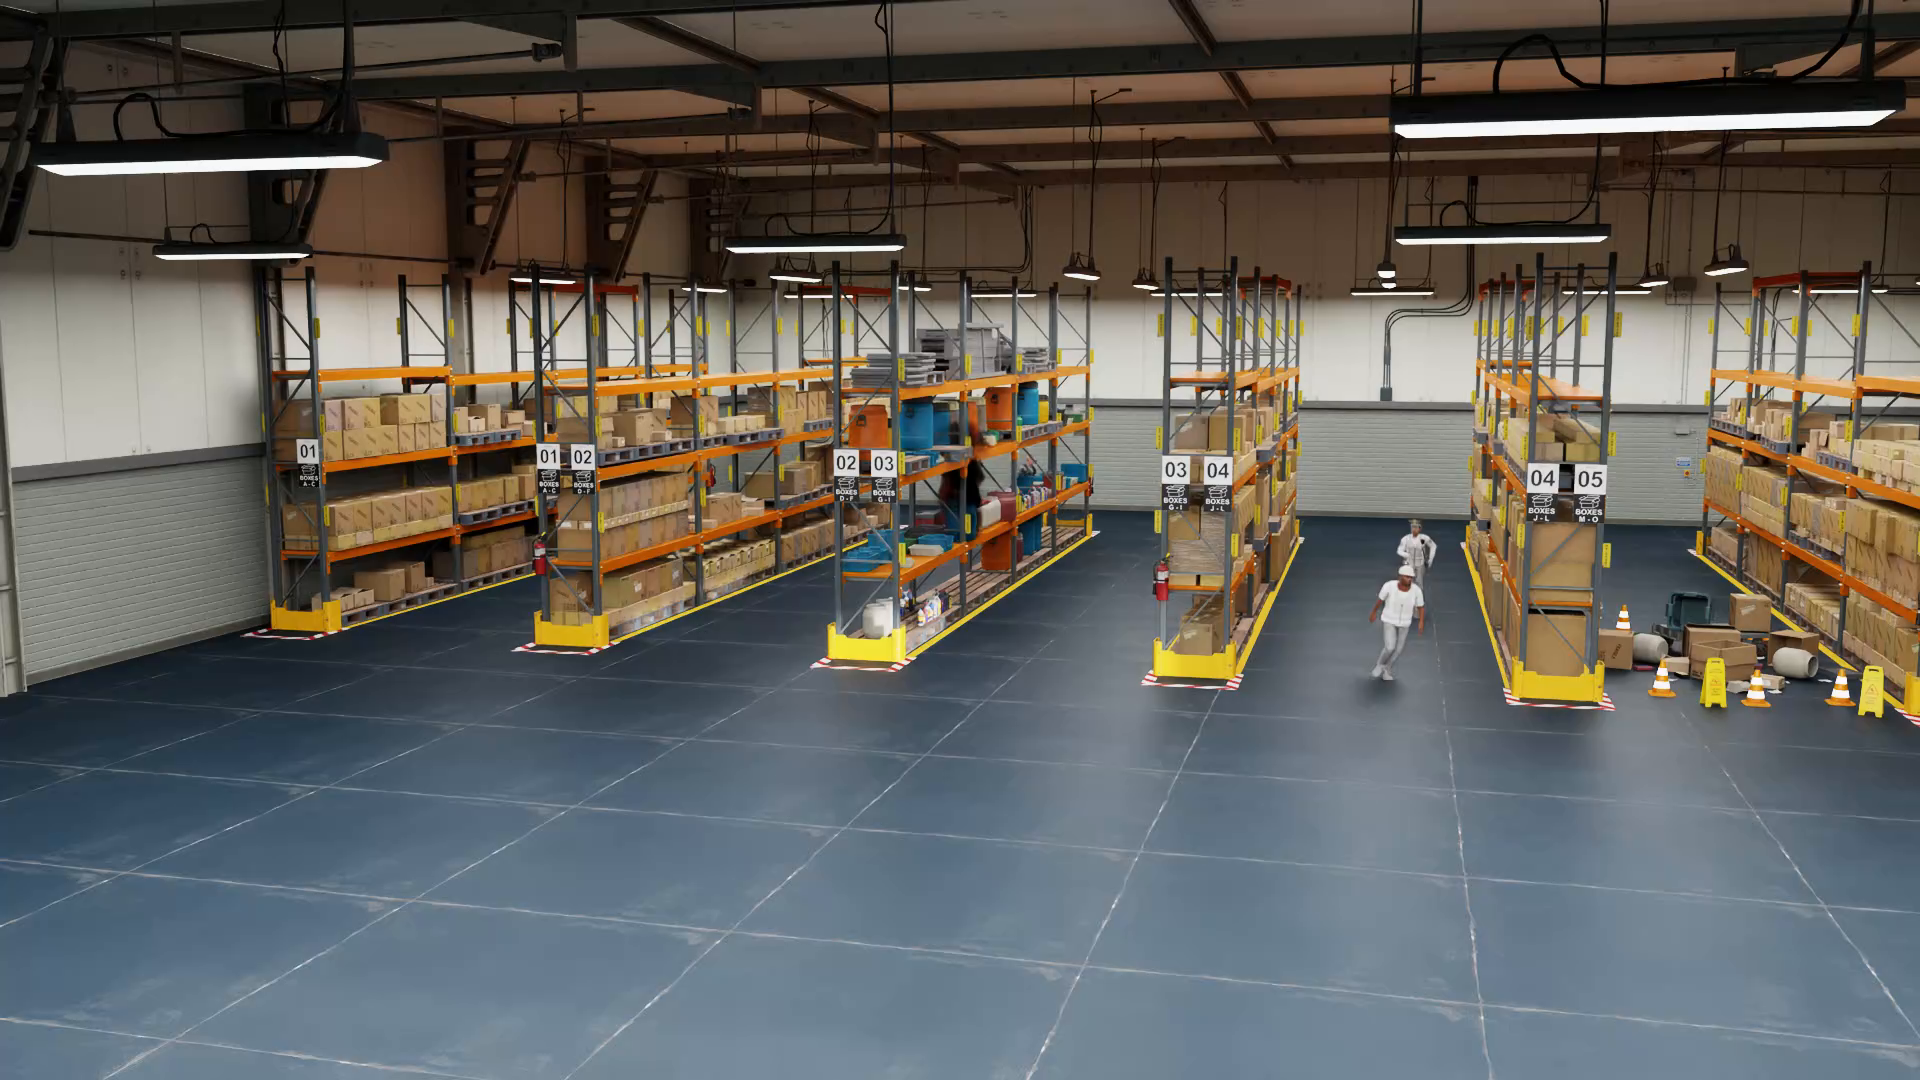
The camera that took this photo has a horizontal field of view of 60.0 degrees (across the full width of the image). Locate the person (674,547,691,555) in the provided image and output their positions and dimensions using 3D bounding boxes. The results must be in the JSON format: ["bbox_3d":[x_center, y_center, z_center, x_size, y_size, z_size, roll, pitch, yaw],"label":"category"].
[{"bbox_3d":[-6.306,-0.471,36.823,0.664,1.614,0.936,-1,7,-8],"label":"person"}]

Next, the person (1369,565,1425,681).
[{"bbox_3d":[6.204,1.173,23.519,0.658,1.699,0.733,-1,7,-5],"label":"person"}]

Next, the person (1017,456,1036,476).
[{"bbox_3d":[1.718,-1.342,43.337,0.653,1.715,0.675,-6,9,-38],"label":"person"}]

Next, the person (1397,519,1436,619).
[{"bbox_3d":[7.949,0.510,29.008,0.633,1.759,0.735,3,8,21],"label":"person"}]

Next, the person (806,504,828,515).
[{"bbox_3d":[-3.742,-1.406,43.571,0.865,1.822,0.687,3,8,21],"label":"person"}]
